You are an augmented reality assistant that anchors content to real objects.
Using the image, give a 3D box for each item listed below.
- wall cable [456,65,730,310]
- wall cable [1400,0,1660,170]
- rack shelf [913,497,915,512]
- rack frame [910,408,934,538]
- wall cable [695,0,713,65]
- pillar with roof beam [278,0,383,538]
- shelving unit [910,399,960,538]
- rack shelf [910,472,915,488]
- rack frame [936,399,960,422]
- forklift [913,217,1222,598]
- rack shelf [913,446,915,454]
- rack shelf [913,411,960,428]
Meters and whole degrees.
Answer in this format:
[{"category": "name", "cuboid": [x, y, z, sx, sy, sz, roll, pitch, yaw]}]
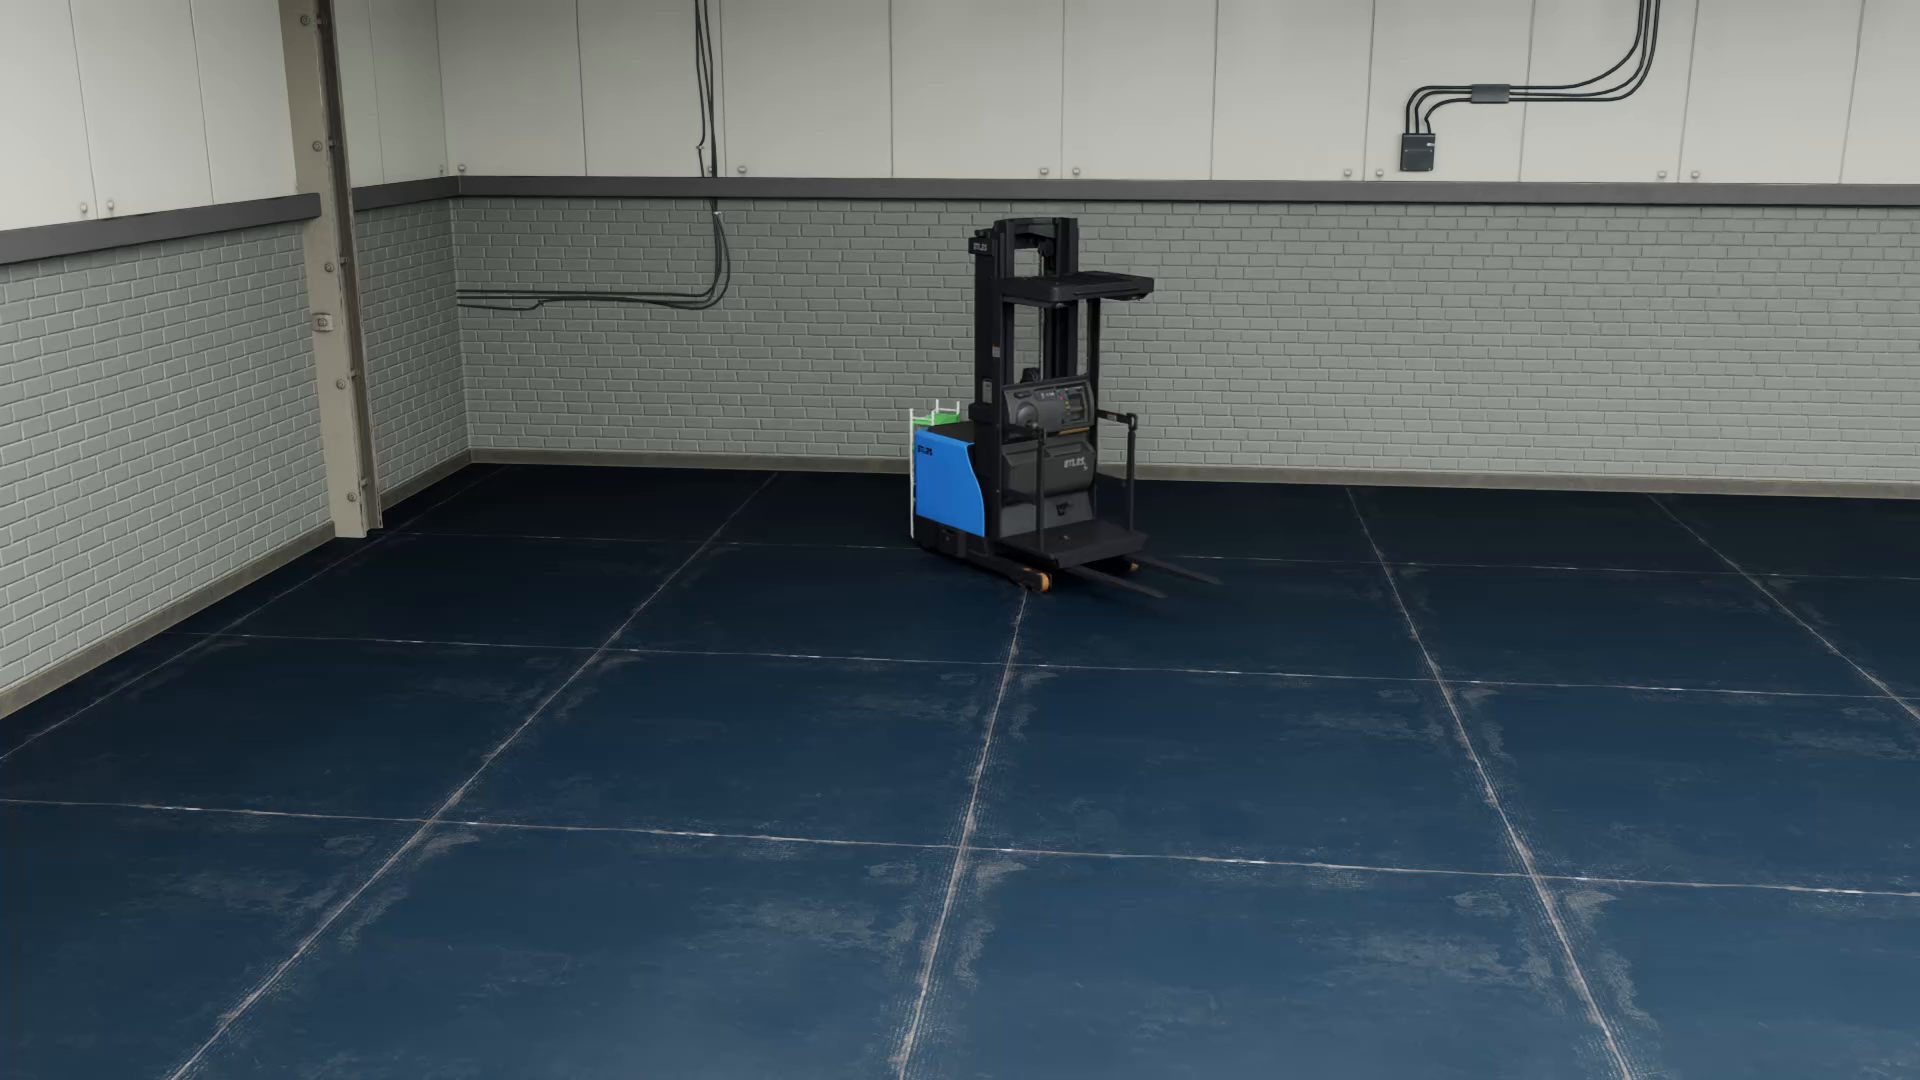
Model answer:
[{"category": "wall cable", "cuboid": [-3.947, -3.647, 17.358, 3.097, 2.526, 0.112, 2, 15, 6]}, {"category": "wall cable", "cuboid": [5.485, -6.504, 15.460, 2.305, 6.003, 0.169, 2, 15, 6]}, {"category": "rack shelf", "cuboid": [-0.227, -0.355, 15.340, 0.258, 0.148, 0.480, 8, 17, 27]}, {"category": "rack frame", "cuboid": [-0.340, -0.592, 15.052, 0.240, 1.200, 0.015, 8, 17, 27]}, {"category": "wall cable", "cuboid": [-1.258, -6.005, 16.405, 3.097, 2.526, 0.112, 2, 15, 6]}, {"category": "pillar with roof beam", "cuboid": [-1.315, -4.294, 13.803, 9.100, 9.000, 0.400, 2, 15, 6]}, {"category": "shelving unit", "cuboid": [-0.227, -0.648, 15.260, 0.258, 1.200, 0.503, 8, 17, 27]}, {"category": "rack shelf", "cuboid": [-0.227, -0.586, 15.277, 0.258, 0.148, 0.480, 8, 17, 27]}, {"category": "rack frame", "cuboid": [-0.113, -0.704, 15.469, 0.240, 1.200, 0.015, 8, 17, 27]}, {"category": "forklift", "cuboid": [0.878, -1.128, 13.720, 1.130, 2.935, 3.031, -11, 19, -36]}, {"category": "rack shelf", "cuboid": [-0.227, -0.818, 15.214, 0.258, 0.148, 0.480, 8, 17, 27]}, {"category": "rack shelf", "cuboid": [-0.227, -1.050, 15.152, 0.258, 0.148, 0.480, 8, 17, 27]}]
